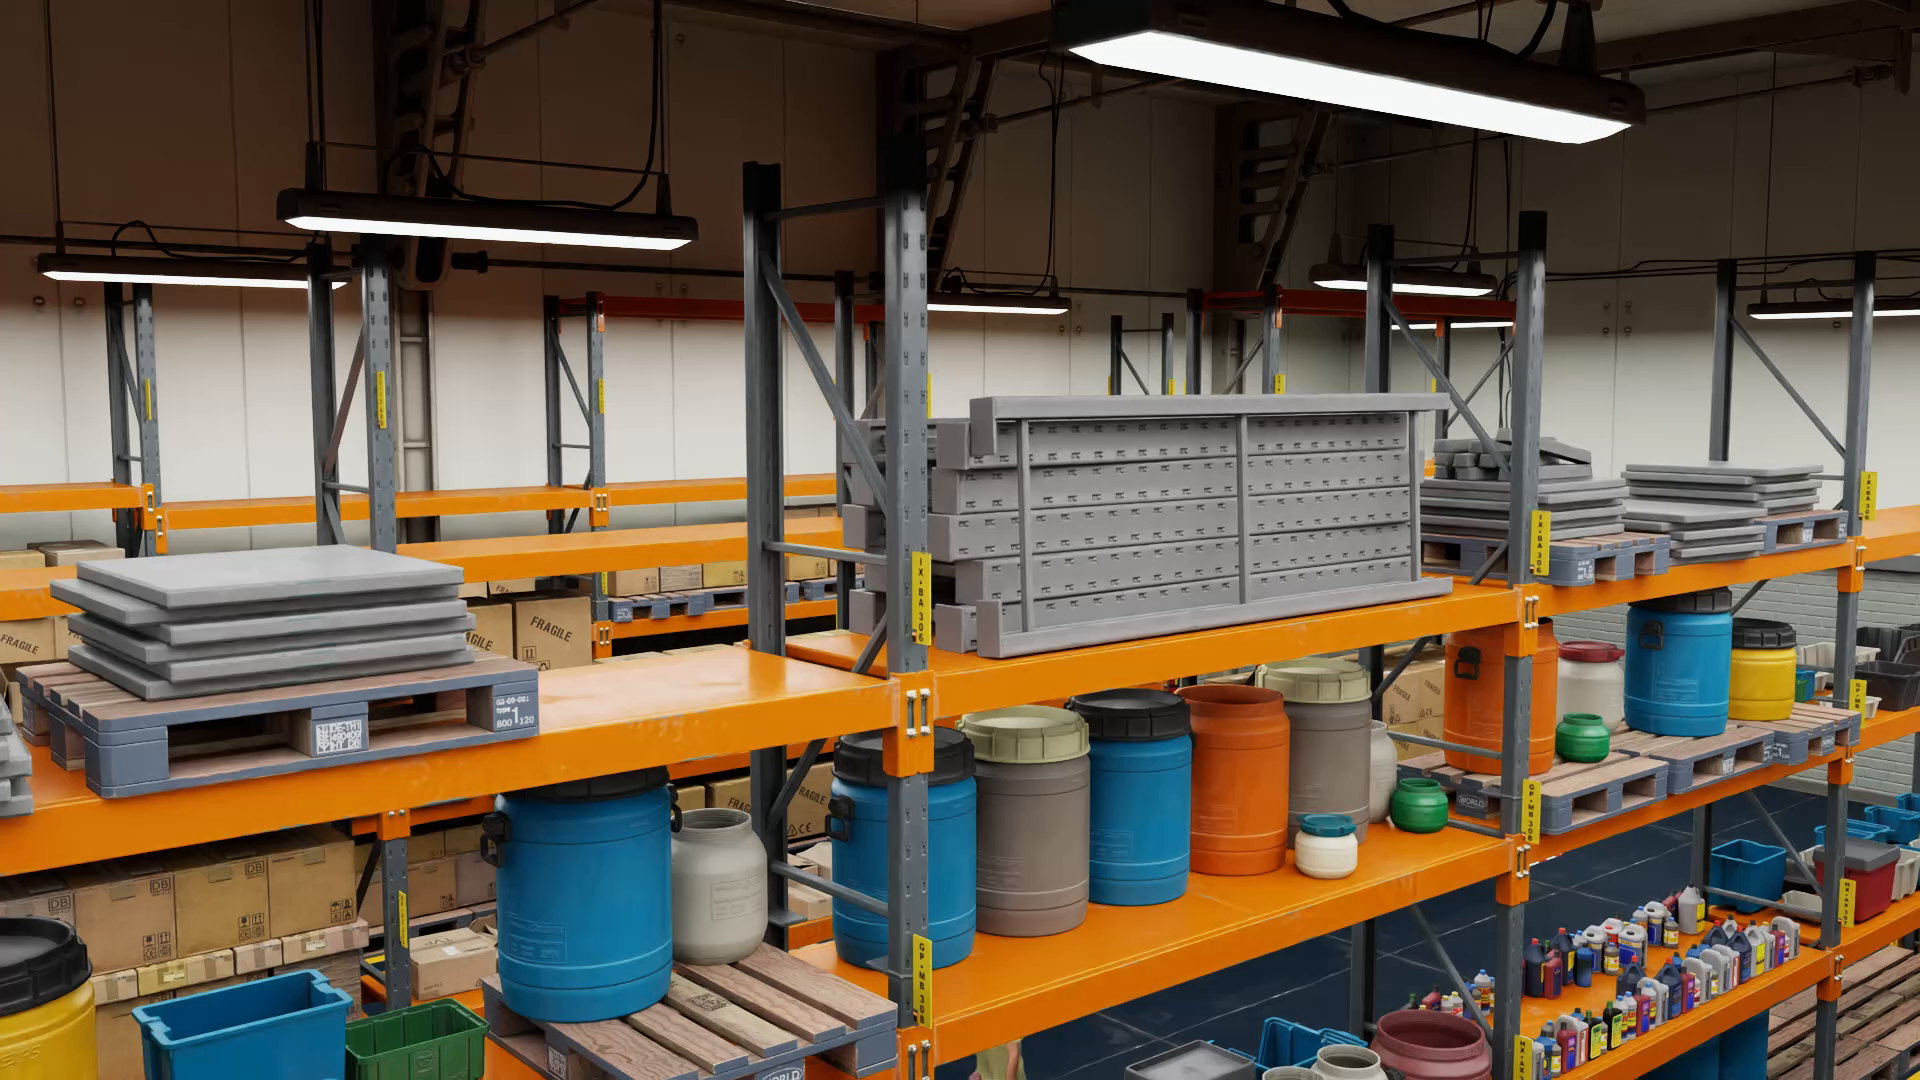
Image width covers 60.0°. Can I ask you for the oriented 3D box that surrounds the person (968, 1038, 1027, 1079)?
[{"bbox_3d":[0.225,3.381,10.475,1.019,1.557,0.444,-4,7,-35],"label":"person"}]
